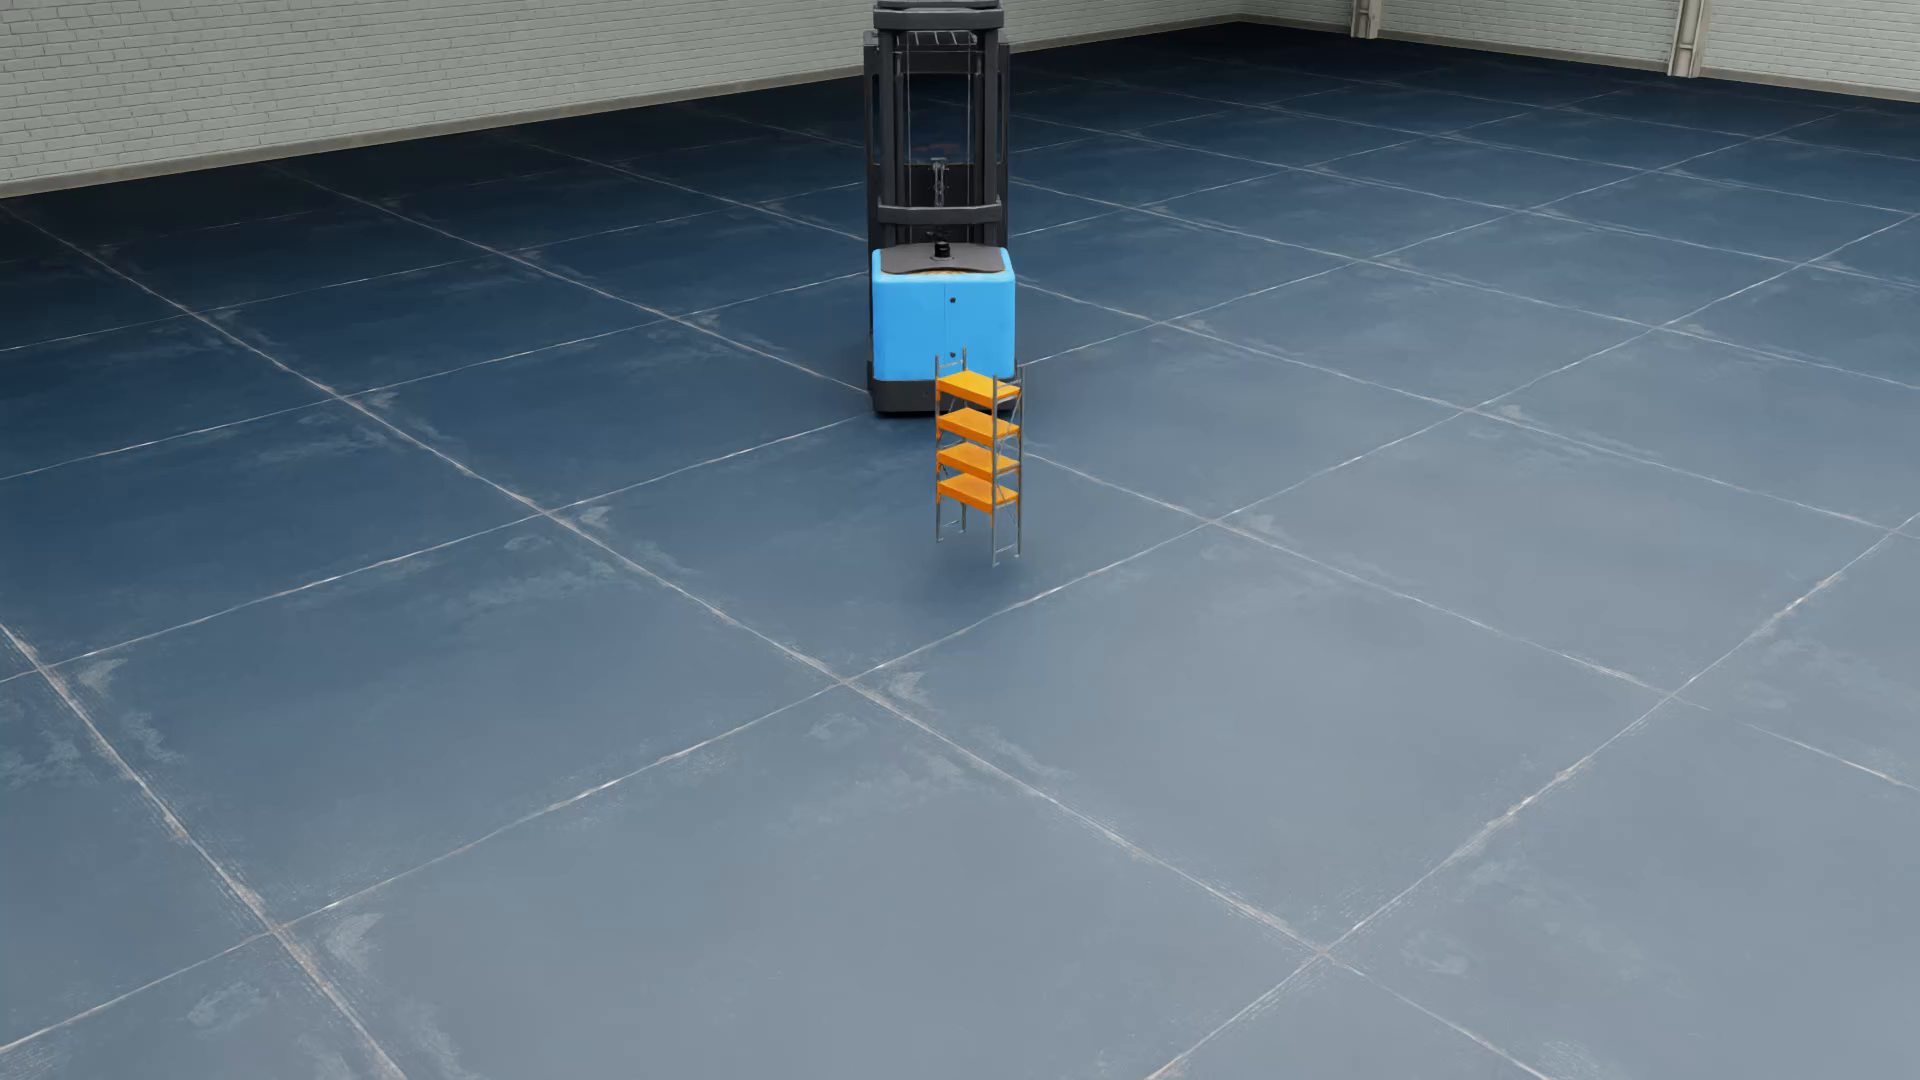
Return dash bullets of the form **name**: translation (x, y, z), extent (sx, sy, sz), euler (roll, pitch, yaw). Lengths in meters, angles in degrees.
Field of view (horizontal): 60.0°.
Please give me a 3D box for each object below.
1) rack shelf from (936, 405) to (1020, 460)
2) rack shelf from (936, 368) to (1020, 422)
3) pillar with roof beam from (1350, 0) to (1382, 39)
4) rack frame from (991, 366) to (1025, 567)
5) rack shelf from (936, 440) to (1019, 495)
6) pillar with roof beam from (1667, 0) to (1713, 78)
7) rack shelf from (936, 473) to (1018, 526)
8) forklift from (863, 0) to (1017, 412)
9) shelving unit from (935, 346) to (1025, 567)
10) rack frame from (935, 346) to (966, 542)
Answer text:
- **rack shelf**: translation (0.113, -0.638, 9.826), extent (0.258, 0.148, 0.480), euler (-21, 32, -38)
- **rack shelf**: translation (0.113, -0.853, 9.728), extent (0.258, 0.148, 0.480), euler (-21, 32, -38)
- **pillar with roof beam**: translation (4.245, -12.063, 25.851), extent (9.100, 9.000, 0.400), euler (-21, 32, -38)
- **rack frame**: translation (0.280, -0.422, 9.729), extent (0.240, 1.200, 0.015), euler (-21, 32, -38)
- **rack shelf**: translation (0.113, -0.435, 9.919), extent (0.258, 0.148, 0.480), euler (-21, 32, -38)
- **pillar with roof beam**: translation (8.346, -10.245, 21.866), extent (9.100, 9.000, 0.400), euler (-21, 32, -38)
- **rack shelf**: translation (0.113, -0.254, 10.001), extent (0.258, 0.148, 0.480), euler (-21, 32, -38)
- **forklift**: translation (-0.186, -2.838, 12.940), extent (1.130, 2.935, 3.031), euler (-1, 25, -3)
- **shelving unit**: translation (0.113, -0.496, 9.891), extent (0.258, 1.200, 0.503), euler (-21, 32, -38)
- **rack frame**: translation (-0.054, -0.570, 10.053), extent (0.240, 1.200, 0.015), euler (-21, 32, -38)
